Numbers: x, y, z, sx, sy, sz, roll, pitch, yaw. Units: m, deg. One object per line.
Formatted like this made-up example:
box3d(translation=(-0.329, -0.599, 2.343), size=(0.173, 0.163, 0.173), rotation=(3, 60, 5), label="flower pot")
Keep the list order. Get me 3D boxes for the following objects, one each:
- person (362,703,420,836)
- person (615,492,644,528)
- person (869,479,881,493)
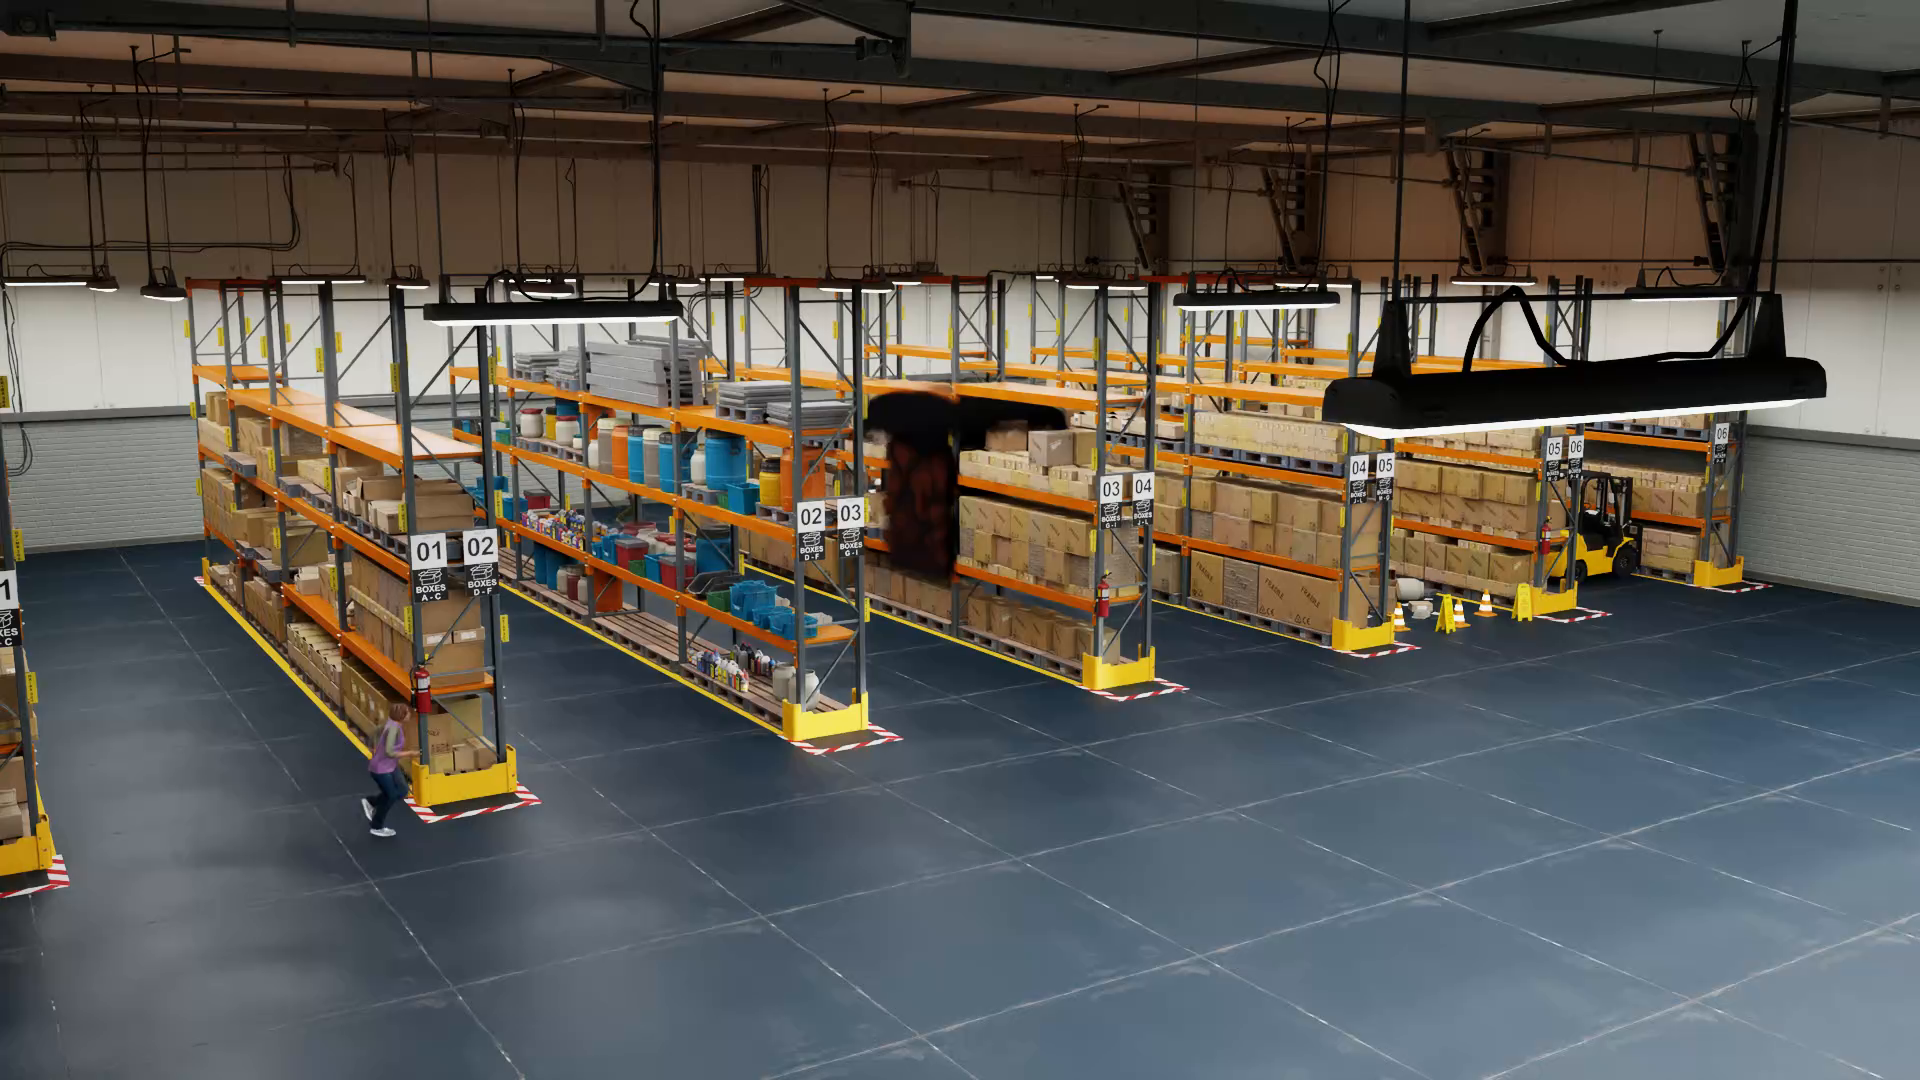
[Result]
box3d(translation=(-6.303, 2.543, 18.397), size=(0.660, 1.528, 0.522), rotation=(-1, 10, -6), label="person")
box3d(translation=(-7.680, -1.137, 39.373), size=(1.030, 1.723, 0.771), rotation=(3, 10, 17), label="person")
box3d(translation=(-1.843, -0.496, 35.904), size=(0.647, 1.692, 0.694), rotation=(8, 12, 40), label="person")
